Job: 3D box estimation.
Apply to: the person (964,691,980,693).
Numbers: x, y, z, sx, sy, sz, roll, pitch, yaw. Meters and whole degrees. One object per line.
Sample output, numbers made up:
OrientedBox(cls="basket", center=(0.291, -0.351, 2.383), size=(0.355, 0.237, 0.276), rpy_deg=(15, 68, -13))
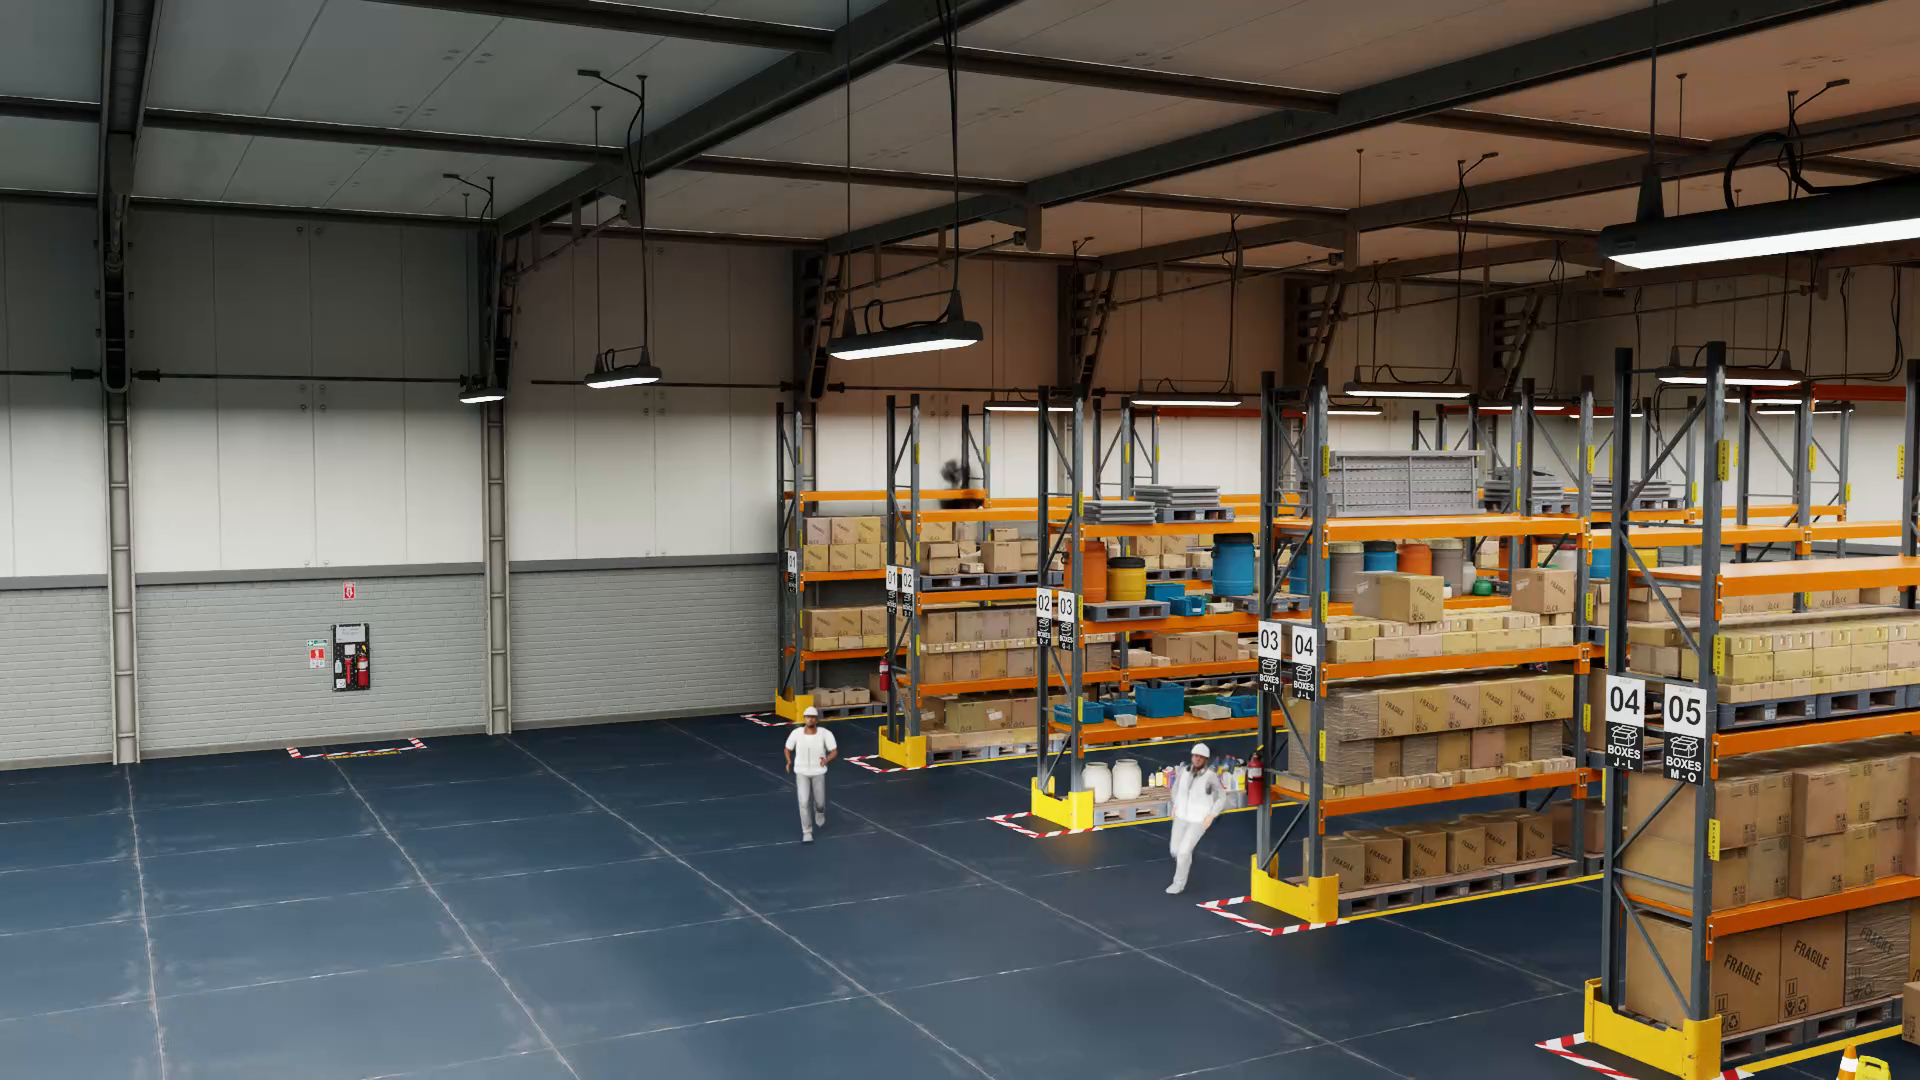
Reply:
OrientedBox(cls="person", center=(0.202, 2.684, 29.663), size=(0.915, 1.561, 0.567), rpy_deg=(-3, 4, -38))

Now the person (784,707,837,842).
OrientedBox(cls="person", center=(-1.973, 3.060, 21.916), size=(0.712, 1.732, 0.795), rpy_deg=(0, 3, -1))

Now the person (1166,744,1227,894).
OrientedBox(cls="person", center=(2.745, 3.210, 19.302), size=(0.727, 1.730, 0.696), rpy_deg=(2, 4, 34))
